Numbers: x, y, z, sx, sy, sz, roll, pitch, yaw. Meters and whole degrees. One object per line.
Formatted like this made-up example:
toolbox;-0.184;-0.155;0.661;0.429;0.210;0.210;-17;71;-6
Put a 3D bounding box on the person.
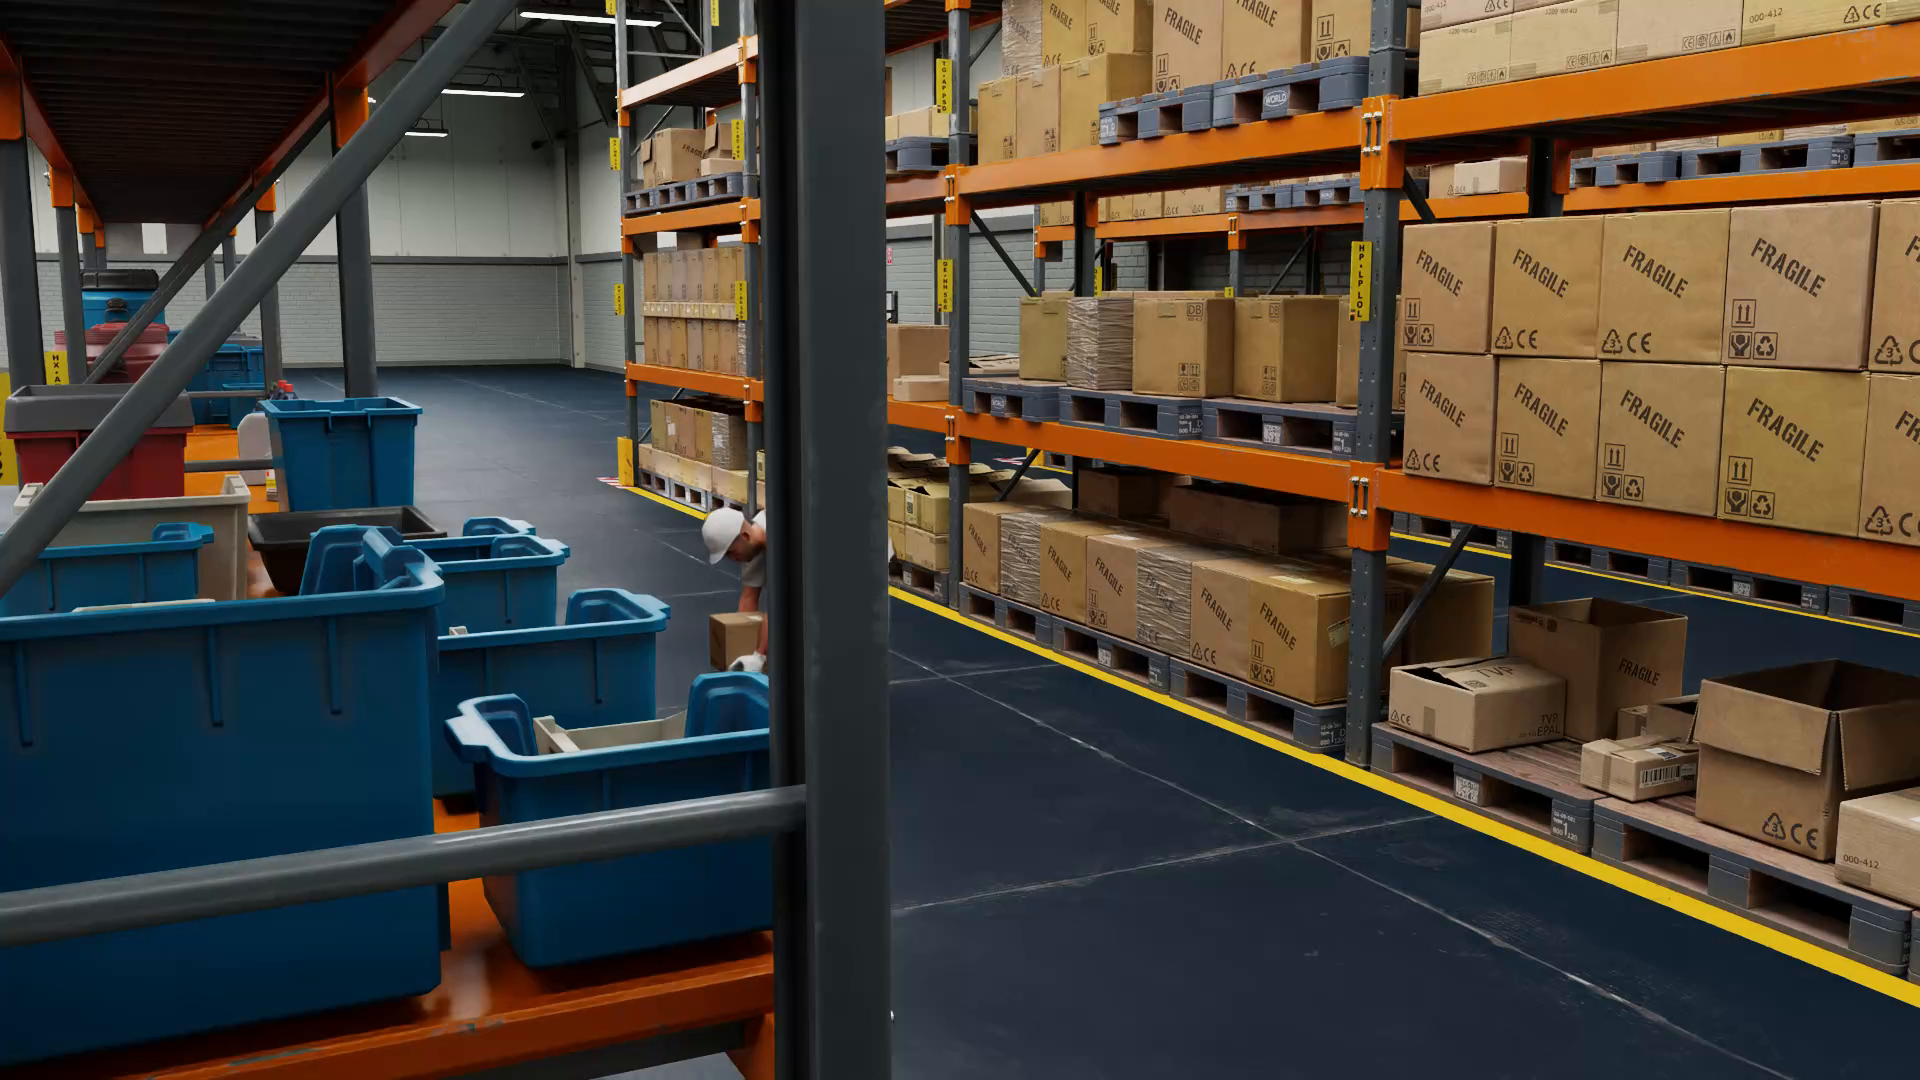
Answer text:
person;-0.785;0.335;8.047;0.958;1.039;0.517;-5;10;-29
